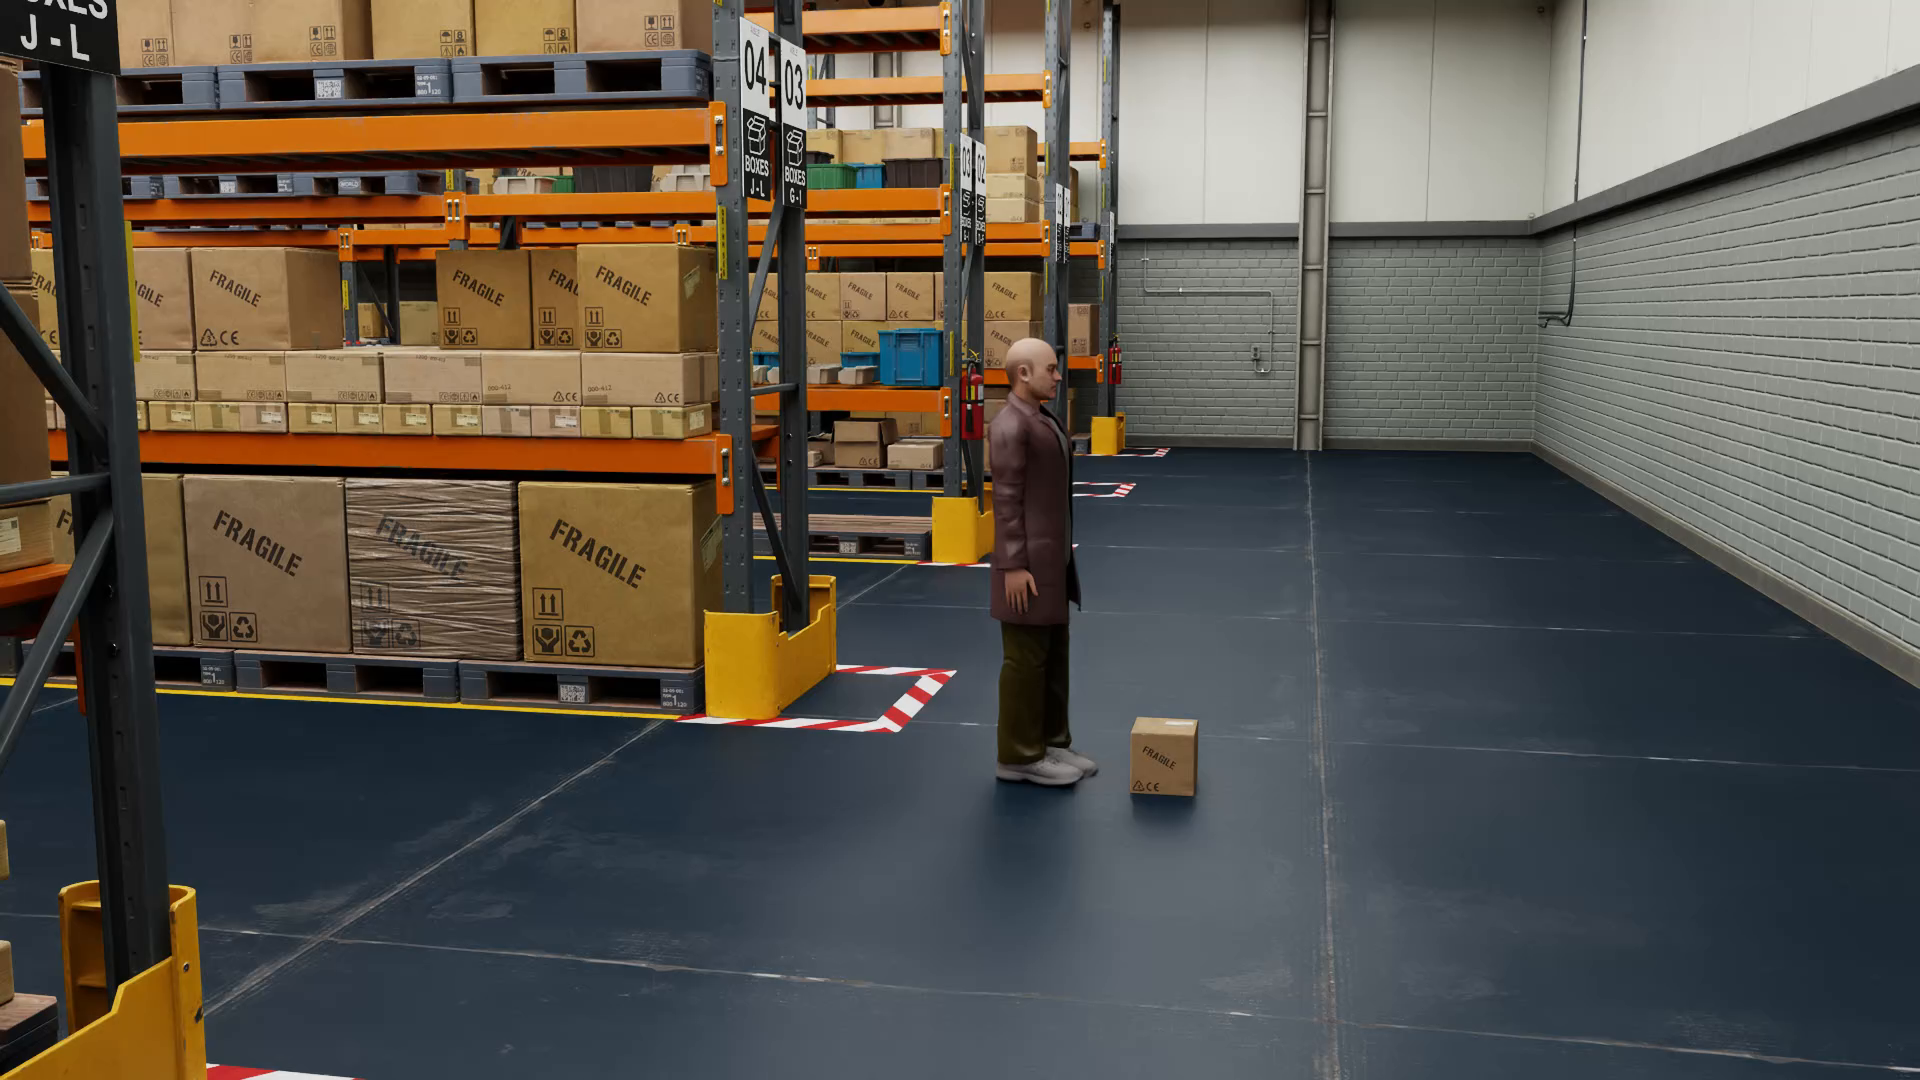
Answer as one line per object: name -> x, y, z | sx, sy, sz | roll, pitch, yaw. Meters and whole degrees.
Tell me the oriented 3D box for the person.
person -> 0.334, 0.098, 6.647 | 0.410, 1.796, 0.624 | 2, 8, 16
